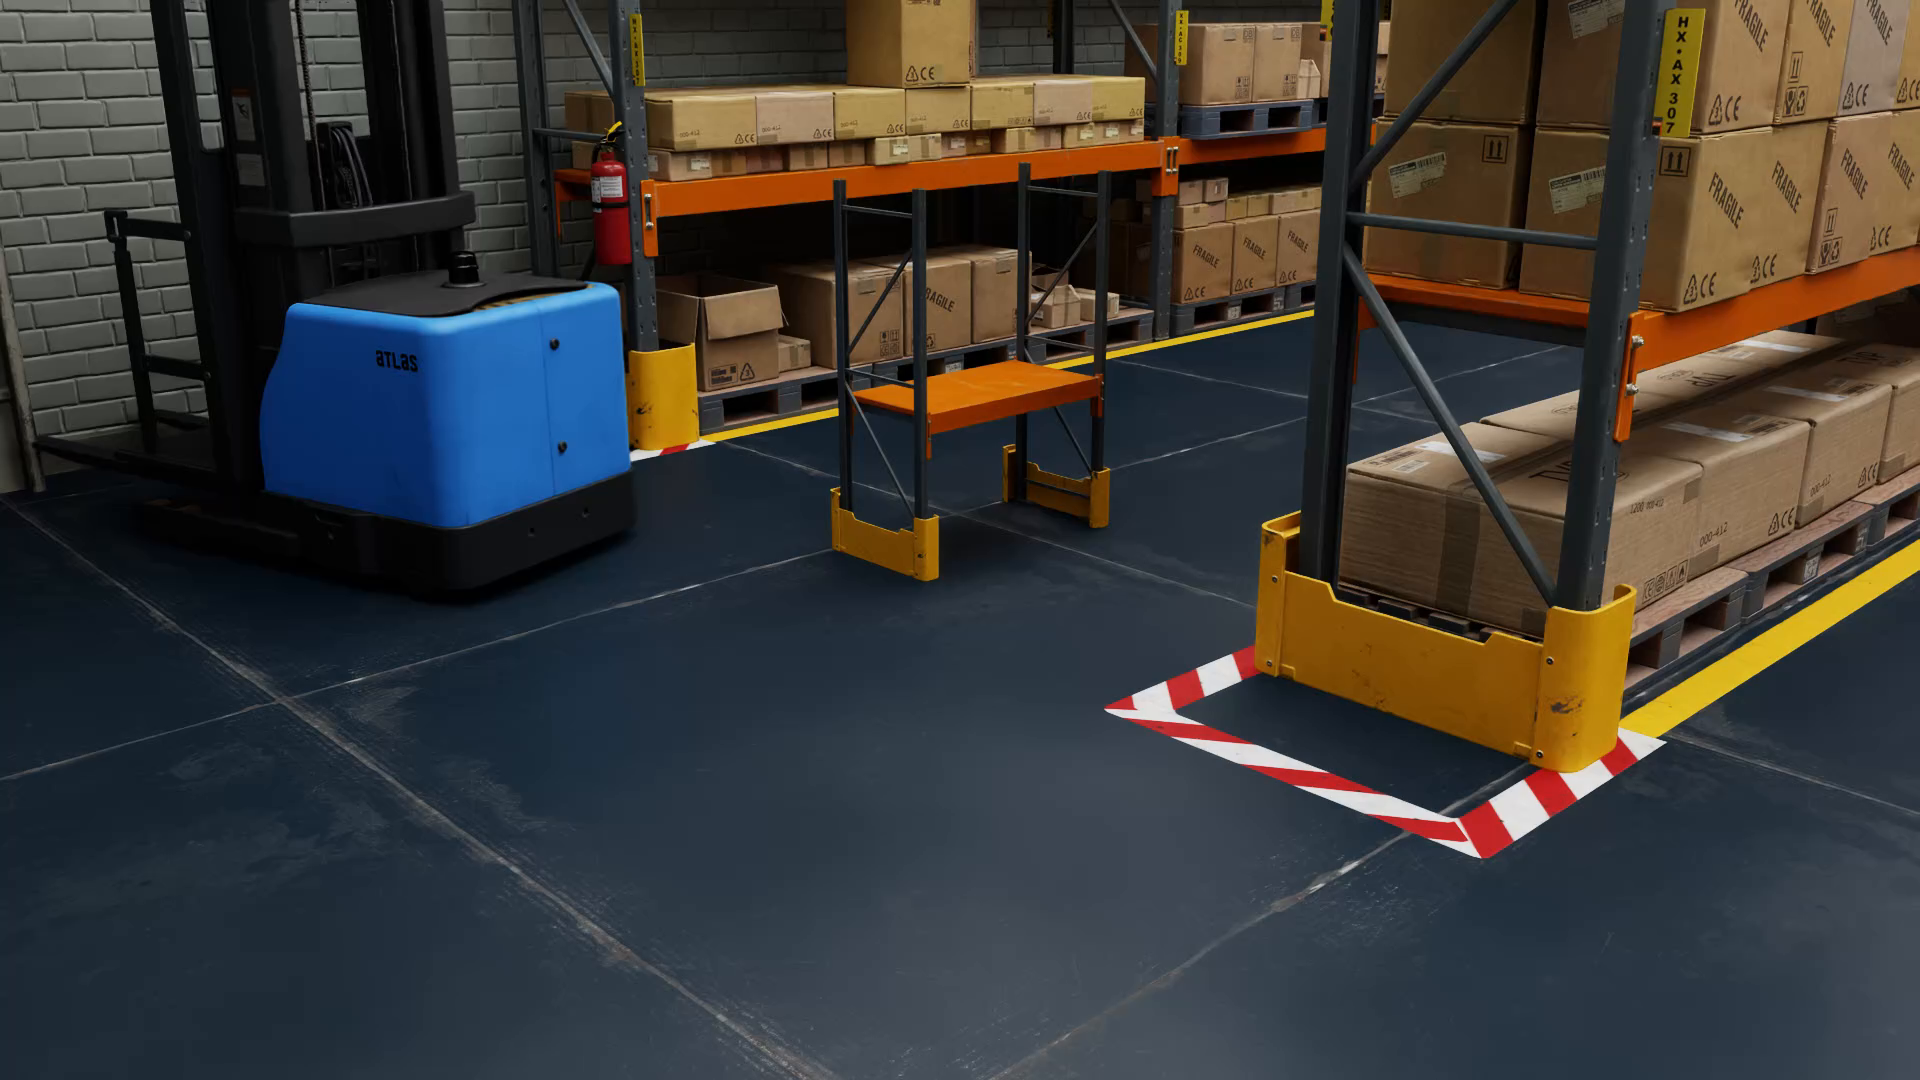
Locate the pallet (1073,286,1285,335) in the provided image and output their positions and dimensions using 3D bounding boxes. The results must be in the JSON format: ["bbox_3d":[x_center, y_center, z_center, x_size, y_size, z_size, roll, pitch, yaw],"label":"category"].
[{"bbox_3d":[1.575,-1.720,11.949,1.213,0.211,1.003,-16,24,-41],"label":"pallet"}]

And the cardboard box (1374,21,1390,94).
[{"bbox_3d":[2.857,-3.575,12.300,0.637,0.503,0.797,-17,25,-42],"label":"cardboard box"}]

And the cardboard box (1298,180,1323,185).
[{"bbox_3d":[2.749,-2.597,12.451,0.380,0.149,0.250,16,24,41],"label":"cardboard box"}]

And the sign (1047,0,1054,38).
[{"bbox_3d":[0.626,-3.540,11.163,0.005,0.325,0.100,-16,24,-41],"label":"sign"}]

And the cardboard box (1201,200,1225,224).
[{"bbox_3d":[1.601,-2.278,11.466,0.250,0.149,0.380,-17,25,-42],"label":"cardboard box"}]

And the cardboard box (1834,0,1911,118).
[{"bbox_3d":[2.800,-1.690,5.550,0.500,0.500,0.500,-16,24,-41],"label":"cardboard box"}]

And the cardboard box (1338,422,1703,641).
[{"bbox_3d":[1.927,-0.050,5.749,0.875,0.438,0.875,17,24,42],"label":"cardboard box"}]

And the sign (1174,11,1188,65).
[{"bbox_3d":[1.388,-3.158,10.457,0.005,0.325,0.100,-16,24,-41],"label":"sign"}]

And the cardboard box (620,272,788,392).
[{"bbox_3d":[-1.387,-1.139,9.001,0.797,0.503,0.637,17,24,42],"label":"cardboard box"}]

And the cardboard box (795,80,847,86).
[{"bbox_3d":[-0.626,-2.569,9.806,0.500,0.250,0.500,-16,24,-41],"label":"cardboard box"}]

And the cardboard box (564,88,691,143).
[{"bbox_3d":[-1.745,-2.246,8.808,0.500,0.250,0.500,-15,23,-39],"label":"cardboard box"}]

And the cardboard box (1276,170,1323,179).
[{"bbox_3d":[2.725,-2.834,13.184,0.380,0.149,0.250,17,24,41],"label":"cardboard box"}]

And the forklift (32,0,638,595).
[{"bbox_3d":[-2.882,-1.501,6.863,3.031,2.935,1.130,10,21,29],"label":"forklift"}]

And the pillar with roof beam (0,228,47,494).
[{"bbox_3d":[-1.517,-3.538,3.307,0.400,9.000,9.100,-16,24,-41],"label":"pillar with roof beam"}]

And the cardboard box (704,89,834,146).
[{"bbox_3d":[-1.016,-2.231,8.764,0.500,0.250,0.500,-16,24,-40],"label":"cardboard box"}]

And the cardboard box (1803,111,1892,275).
[{"bbox_3d":[2.793,-1.209,5.688,0.500,0.500,0.500,-16,24,-41],"label":"cardboard box"}]

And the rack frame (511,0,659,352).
[{"bbox_3d":[-1.897,-2.018,8.347,0.127,3.000,1.000,-16,24,-41],"label":"rack frame"}]

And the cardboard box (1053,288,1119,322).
[{"bbox_3d":[0.807,-1.526,10.769,0.380,0.149,0.250,17,25,42],"label":"cardboard box"}]

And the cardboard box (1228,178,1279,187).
[{"bbox_3d":[2.195,-2.659,12.641,0.380,0.149,0.250,17,24,42],"label":"cardboard box"}]

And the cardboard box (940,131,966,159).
[{"bbox_3d":[-0.182,-2.299,9.620,0.250,0.149,0.380,-16,24,-41],"label":"cardboard box"}]

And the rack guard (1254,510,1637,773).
[{"bbox_3d":[1.499,0.287,5.288,0.348,0.500,1.175,-16,24,-41],"label":"rack guard"}]

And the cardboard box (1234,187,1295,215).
[{"bbox_3d":[2.177,-2.440,11.968,0.250,0.149,0.380,-16,24,-41],"label":"cardboard box"}]

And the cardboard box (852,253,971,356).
[{"bbox_3d":[-0.286,-1.400,9.810,0.500,0.500,0.500,-16,24,-40],"label":"cardboard box"}]

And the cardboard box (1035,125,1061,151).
[{"bbox_3d":[0.396,-2.452,10.092,0.250,0.149,0.380,-15,24,-39],"label":"cardboard box"}]

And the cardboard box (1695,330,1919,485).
[{"bbox_3d":[3.893,-0.626,7.527,0.875,0.438,0.875,-17,24,-42],"label":"cardboard box"}]

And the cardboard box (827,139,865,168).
[{"bbox_3d":[-0.734,-2.132,9.105,0.250,0.149,0.380,-16,24,-40],"label":"cardboard box"}]

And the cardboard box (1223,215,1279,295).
[{"bbox_3d":[1.896,-2.044,11.797,0.500,0.500,0.500,-17,24,-42],"label":"cardboard box"}]

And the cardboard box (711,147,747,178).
[{"bbox_3d":[-1.316,-1.971,8.609,0.250,0.149,0.380,-15,24,-39],"label":"cardboard box"}]

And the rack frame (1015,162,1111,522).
[{"bbox_3d":[0.431,-0.839,7.141,0.032,1.500,0.500,-16,24,-41],"label":"rack frame"}]

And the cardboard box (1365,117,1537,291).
[{"bbox_3d":[1.685,-1.116,5.401,0.500,0.500,0.500,-16,24,-41],"label":"cardboard box"}]

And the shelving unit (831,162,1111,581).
[{"bbox_3d":[0.055,-0.730,6.803,1.083,1.500,0.587,-16,24,-41],"label":"shelving unit"}]

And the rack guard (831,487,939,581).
[{"bbox_3d":[-0.306,-0.030,6.670,0.087,0.250,0.587,-16,24,-41],"label":"rack guard"}]

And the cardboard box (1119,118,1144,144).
[{"bbox_3d":[0.952,-2.622,10.617,0.250,0.149,0.380,-16,24,-40],"label":"cardboard box"}]

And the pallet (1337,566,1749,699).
[{"bbox_3d":[2.044,0.233,5.925,1.213,0.211,1.003,-16,24,-41],"label":"pallet"}]

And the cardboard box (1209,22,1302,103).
[{"bbox_3d":[1.891,-3.275,11.381,0.500,0.500,0.700,-16,24,-40],"label":"cardboard box"}]

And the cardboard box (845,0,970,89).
[{"bbox_3d":[-0.292,-2.799,9.299,0.500,0.500,0.500,-15,24,-39],"label":"cardboard box"}]

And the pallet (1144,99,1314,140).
[{"bbox_3d":[1.666,-2.920,11.437,1.213,0.211,1.003,-16,24,-41],"label":"pallet"}]

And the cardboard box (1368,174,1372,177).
[{"bbox_3d":[3.333,-2.761,12.956,0.380,0.149,0.250,17,25,42],"label":"cardboard box"}]

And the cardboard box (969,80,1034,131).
[{"bbox_3d":[0.082,-2.561,9.782,0.500,0.250,0.500,-16,24,-41],"label":"cardboard box"}]

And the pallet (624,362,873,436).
[{"bbox_3d":[-1.263,-0.877,9.348,1.213,0.211,1.003,-16,24,-41],"label":"pallet"}]

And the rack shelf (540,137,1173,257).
[{"bbox_3d":[-0.443,-2.100,9.765,4.000,0.370,1.077,-16,24,-41],"label":"rack shelf"}]

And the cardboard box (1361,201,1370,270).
[{"bbox_3d":[3.007,-2.371,12.807,0.500,0.500,0.500,-15,23,-39],"label":"cardboard box"}]
